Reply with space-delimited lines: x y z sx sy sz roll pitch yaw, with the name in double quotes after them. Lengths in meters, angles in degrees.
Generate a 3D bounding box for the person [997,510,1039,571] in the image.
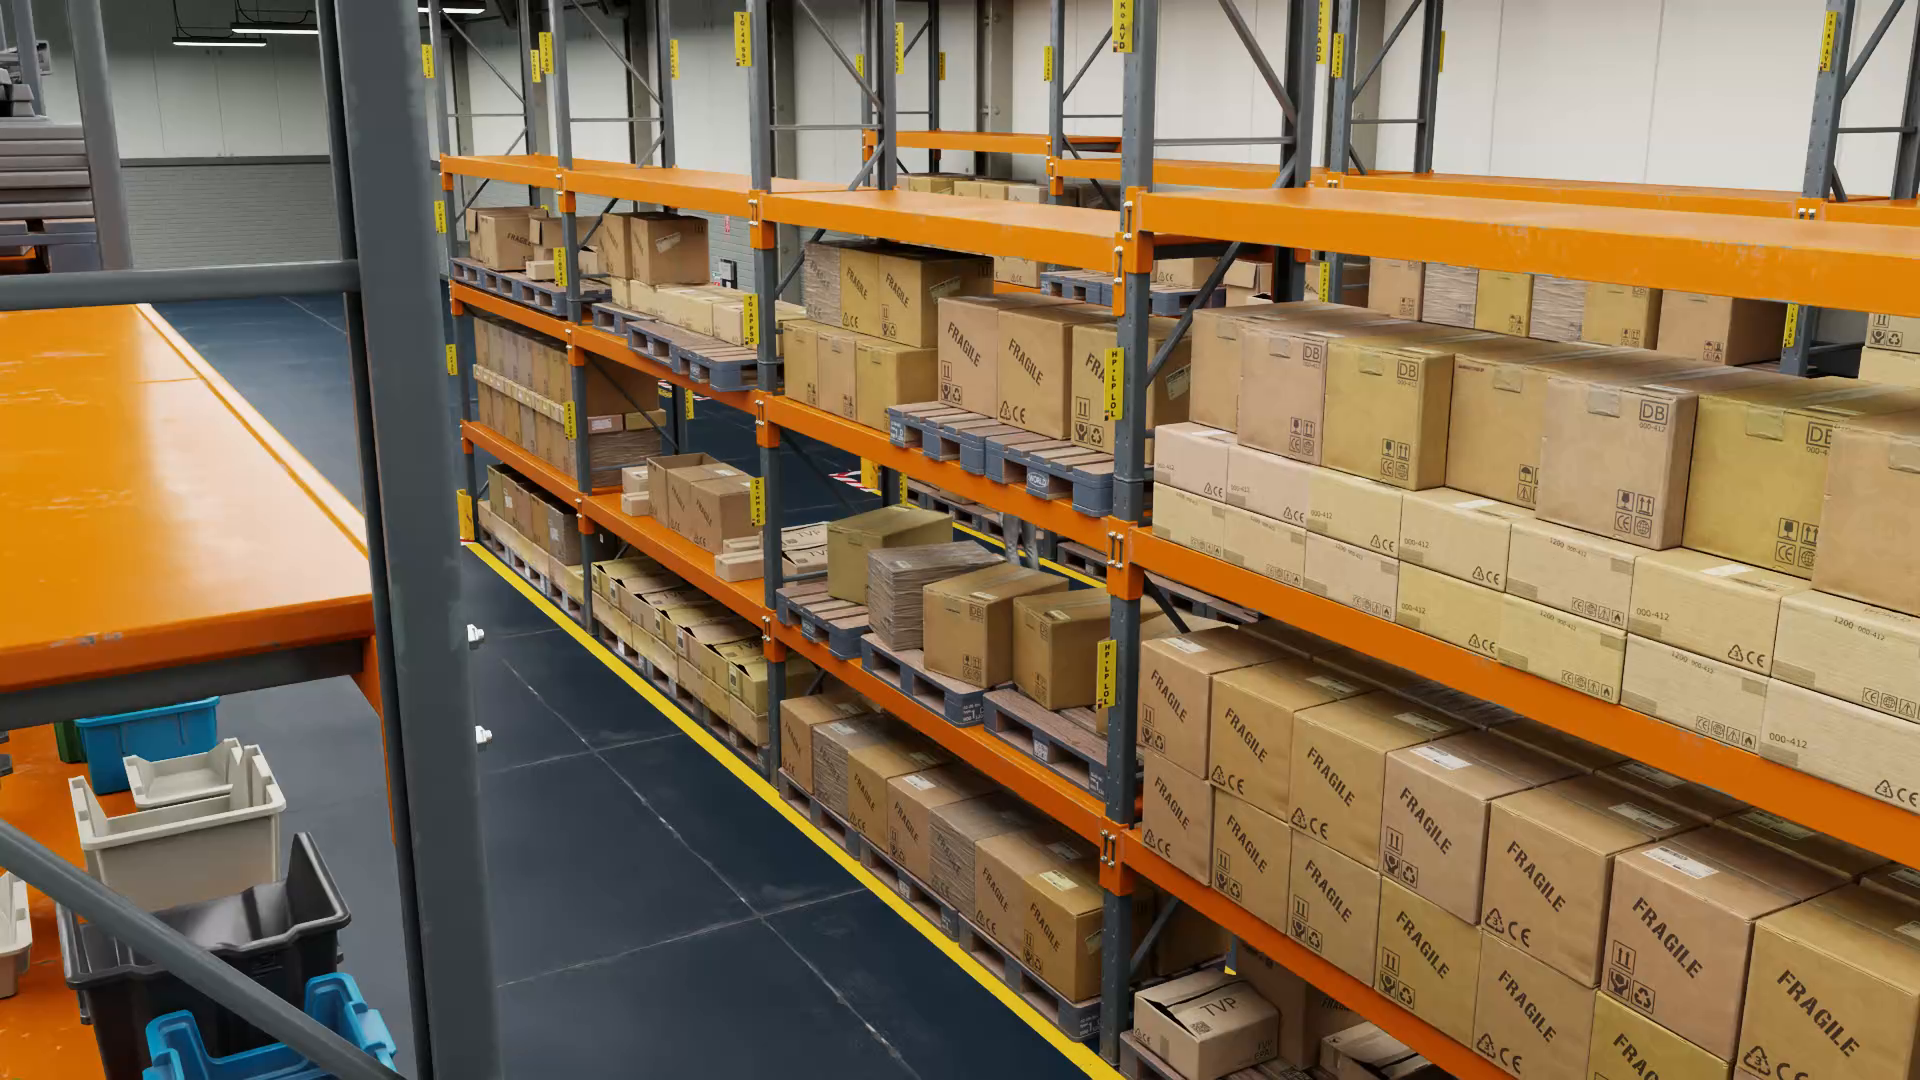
0.563 -0.282 16.044 0.465 1.689 0.344 -8 17 -28 "person"
